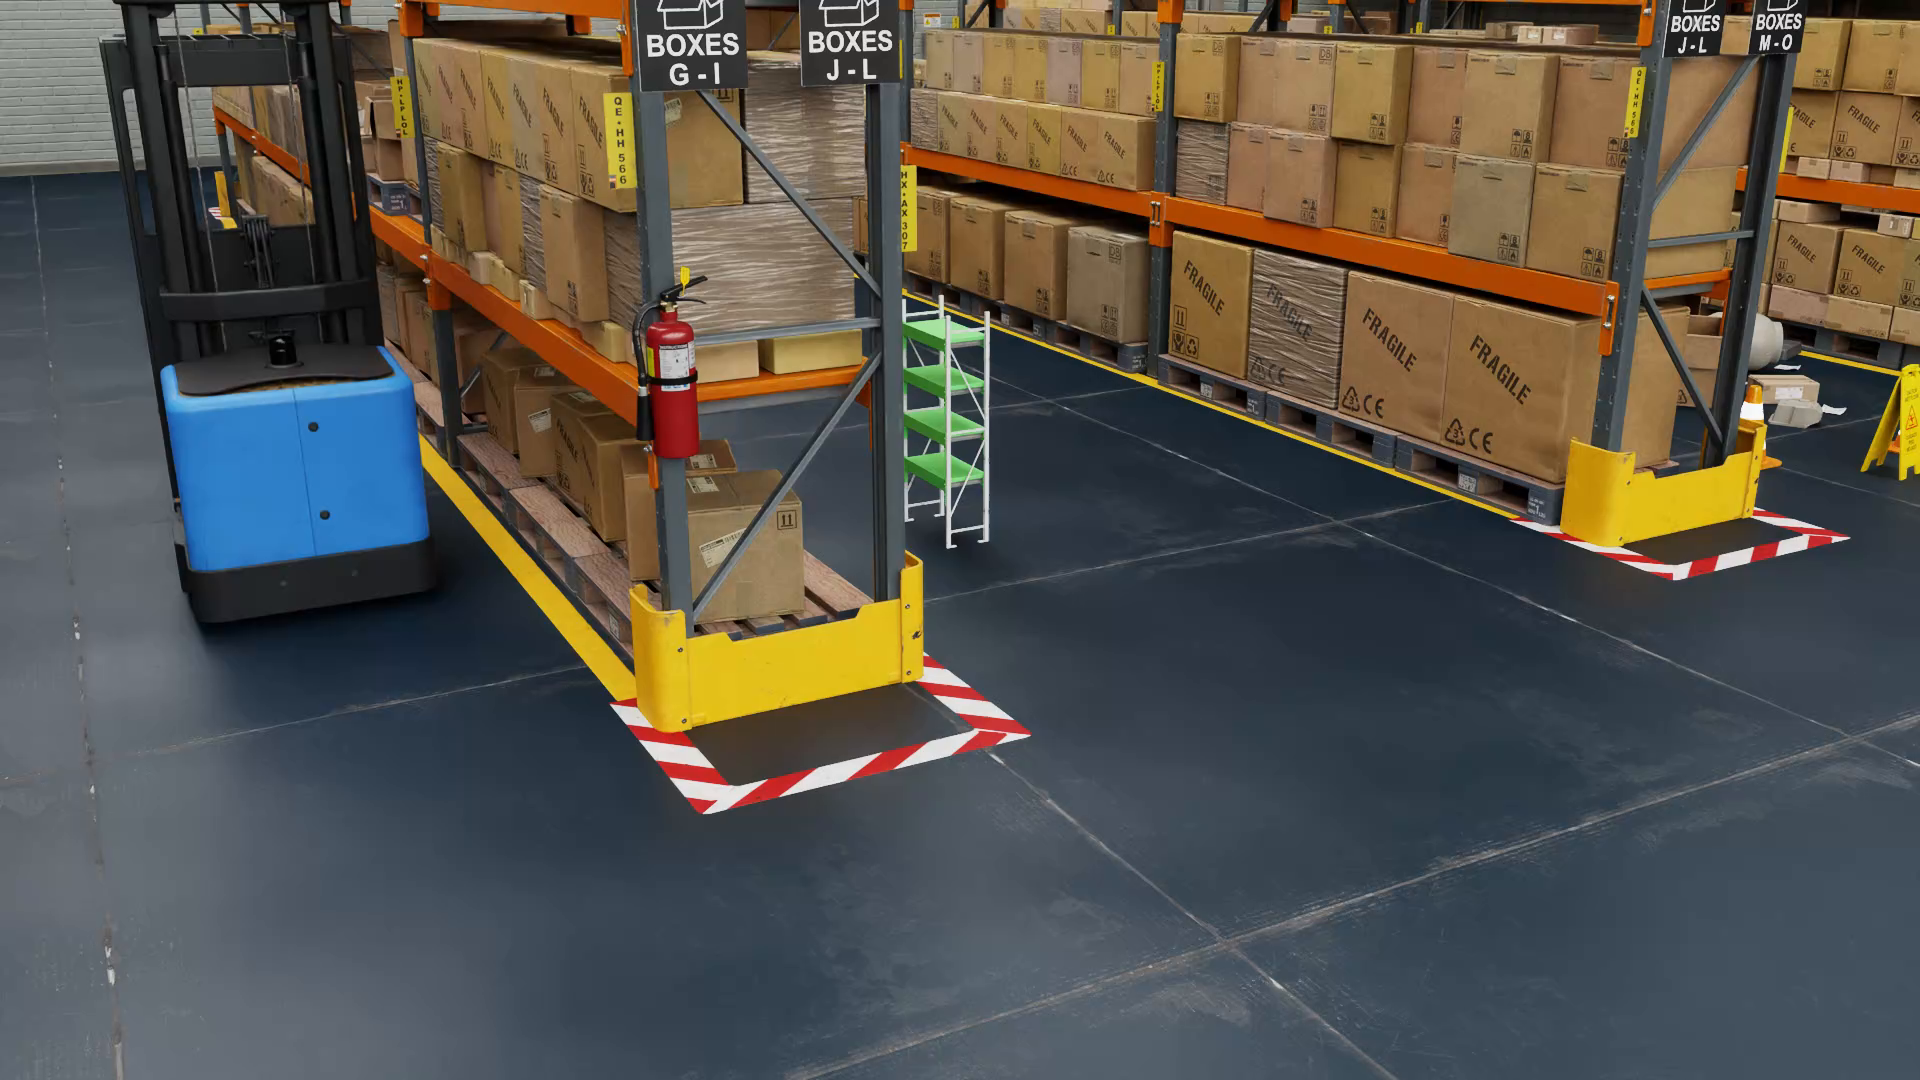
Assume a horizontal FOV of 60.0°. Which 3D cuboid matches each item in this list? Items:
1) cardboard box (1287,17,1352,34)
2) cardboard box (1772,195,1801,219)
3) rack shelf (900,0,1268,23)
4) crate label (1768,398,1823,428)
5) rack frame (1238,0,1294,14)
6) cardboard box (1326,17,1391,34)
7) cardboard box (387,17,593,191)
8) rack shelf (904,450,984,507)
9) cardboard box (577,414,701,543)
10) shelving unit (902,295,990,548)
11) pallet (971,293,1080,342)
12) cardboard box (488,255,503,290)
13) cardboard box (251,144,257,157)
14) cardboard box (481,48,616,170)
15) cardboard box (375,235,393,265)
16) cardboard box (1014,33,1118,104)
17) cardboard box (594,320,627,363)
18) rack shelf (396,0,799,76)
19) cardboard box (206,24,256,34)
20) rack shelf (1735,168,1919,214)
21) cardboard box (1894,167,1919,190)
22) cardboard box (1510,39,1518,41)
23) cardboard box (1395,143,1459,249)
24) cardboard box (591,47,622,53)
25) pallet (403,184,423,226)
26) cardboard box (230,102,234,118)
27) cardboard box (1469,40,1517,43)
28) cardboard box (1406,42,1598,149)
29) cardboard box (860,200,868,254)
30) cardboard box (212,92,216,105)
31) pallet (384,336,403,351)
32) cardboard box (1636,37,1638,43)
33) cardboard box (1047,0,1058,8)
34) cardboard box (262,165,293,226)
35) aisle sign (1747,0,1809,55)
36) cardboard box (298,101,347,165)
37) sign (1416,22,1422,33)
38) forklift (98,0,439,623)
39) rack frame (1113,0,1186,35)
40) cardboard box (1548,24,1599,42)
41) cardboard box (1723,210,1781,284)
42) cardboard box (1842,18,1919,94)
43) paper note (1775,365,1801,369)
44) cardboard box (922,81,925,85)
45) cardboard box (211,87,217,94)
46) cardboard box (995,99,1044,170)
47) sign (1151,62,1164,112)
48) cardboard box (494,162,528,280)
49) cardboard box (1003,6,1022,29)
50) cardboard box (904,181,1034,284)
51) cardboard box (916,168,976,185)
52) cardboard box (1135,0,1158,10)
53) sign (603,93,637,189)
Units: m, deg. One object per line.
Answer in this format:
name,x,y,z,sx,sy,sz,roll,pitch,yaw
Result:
cardboard box,3.757,-5.239,17.529,0.500,0.500,0.500,-11,22,-28
cardboard box,6.427,-2.619,13.050,0.380,0.149,0.250,-9,21,-25
rack shelf,0.874,-4.319,13.054,1.077,0.370,4.000,-10,21,-27
crate label,5.449,-0.831,10.831,0.298,0.136,0.250,11,22,30
rack frame,4.800,-7.677,26.282,1.000,3.000,0.127,-10,21,-27
cardboard box,4.214,-5.310,17.736,0.500,0.500,0.500,-11,22,-28
cardboard box,-2.844,-2.660,10.177,1.000,1.000,1.000,-10,21,-26
rack shelf,-0.079,-0.327,8.673,0.258,0.148,0.480,-10,21,-27
cardboard box,-1.566,-0.327,8.169,0.500,0.500,0.500,-8,21,-22
shelving unit,-0.079,-0.615,8.573,0.258,1.200,0.503,-10,21,-27
pallet,0.808,-1.909,13.841,1.003,0.211,1.213,-10,21,-27
cardboard box,-2.137,-1.346,8.318,0.380,0.149,0.250,-10,21,-27
cardboard box,-7.059,-3.879,17.887,0.875,0.875,0.875,-10,21,-27
cardboard box,-1.877,-1.991,7.661,0.500,0.500,0.500,-10,21,-27
cardboard box,-4.144,-2.269,12.617,0.500,0.250,0.500,-9,21,-24
cardboard box,0.858,-3.766,13.261,0.700,0.500,0.500,-10,22,-27
cardboard box,-1.289,-0.846,6.870,0.380,0.149,0.250,-10,21,-27
rack shelf,-1.640,-2.431,7.584,1.077,0.370,4.000,-10,21,-27
cardboard box,-8.060,-5.474,18.520,0.500,0.500,0.500,-11,22,-28
rack shelf,7.082,-2.549,12.521,1.077,0.370,4.000,-10,21,-27
cardboard box,6.997,-2.626,12.029,0.380,0.149,0.250,-10,22,-27
cardboard box,5.447,-4.462,15.710,0.500,0.500,0.500,-11,22,-29
cardboard box,3.071,-2.024,9.668,0.875,0.550,0.550,-10,21,-27
cardboard box,-1.424,-2.071,7.891,0.500,0.500,0.500,-10,21,-27
pallet,-2.824,-2.079,10.352,1.003,0.211,1.213,-10,21,-27
cardboard box,-7.552,-4.584,17.704,0.380,0.149,0.250,-10,21,-26
cardboard box,4.985,-4.388,15.495,0.500,0.500,0.500,-11,22,-29
cardboard box,3.092,-2.538,9.503,0.875,0.550,0.550,-10,21,-27
cardboard box,-0.618,-2.981,15.859,0.500,0.500,0.500,-10,21,-27
cardboard box,-8.410,-5.101,19.200,0.380,0.149,0.250,-10,21,-26
pallet,-4.119,-1.533,12.751,1.003,0.211,1.213,-10,21,-27
cardboard box,8.492,-5.799,20.040,0.500,0.500,0.500,-9,21,-24
cardboard box,1.355,-7.002,21.643,0.380,0.149,0.250,-10,22,-28
cardboard box,-5.642,-2.981,15.286,1.225,0.875,0.875,-11,22,-29
aisle sign,4.021,-2.774,8.086,0.394,0.787,0.004,-10,21,-27
cardboard box,-4.941,-3.227,13.230,0.500,0.500,0.500,-9,21,-25
sign,6.226,-6.852,22.563,0.100,0.325,0.005,-10,21,-27
forklift,-3.554,-1.457,8.360,1.130,2.935,3.031,-9,21,-25
rack frame,2.333,-5.759,20.723,1.000,3.000,0.127,-10,21,-27
cardboard box,5.613,-4.641,15.236,0.380,0.149,0.250,-9,21,-24
cardboard box,6.439,-2.353,13.273,0.500,0.500,0.500,-9,21,-24
cardboard box,6.916,-3.529,12.119,0.700,0.500,0.500,-10,21,-27
paper note,6.126,-1.284,12.305,0.148,0.019,0.142,16,25,39
cardboard box,-0.129,-4.205,15.506,0.380,0.149,0.250,-9,21,-24
cardboard box,-8.297,-5.263,19.058,0.500,0.250,0.500,-11,22,-28
cardboard box,0.617,-3.258,13.322,0.500,0.500,0.500,-10,22,-27
sign,1.351,-3.090,11.334,0.100,0.325,0.005,-10,21,-27
cardboard box,-1.697,-1.550,7.915,0.875,0.500,0.500,-10,21,-27
cardboard box,0.914,-6.952,22.493,0.500,0.500,0.500,-10,21,-27
cardboard box,0.134,-2.762,14.841,1.050,0.750,0.750,-10,22,-27
cardboard box,-0.190,-3.422,15.989,0.500,0.250,0.500,-11,22,-29
cardboard box,2.412,-6.717,20.817,0.380,0.149,0.250,-10,22,-27
sign,-1.188,-1.396,5.819,0.100,0.325,0.005,-10,21,-27
